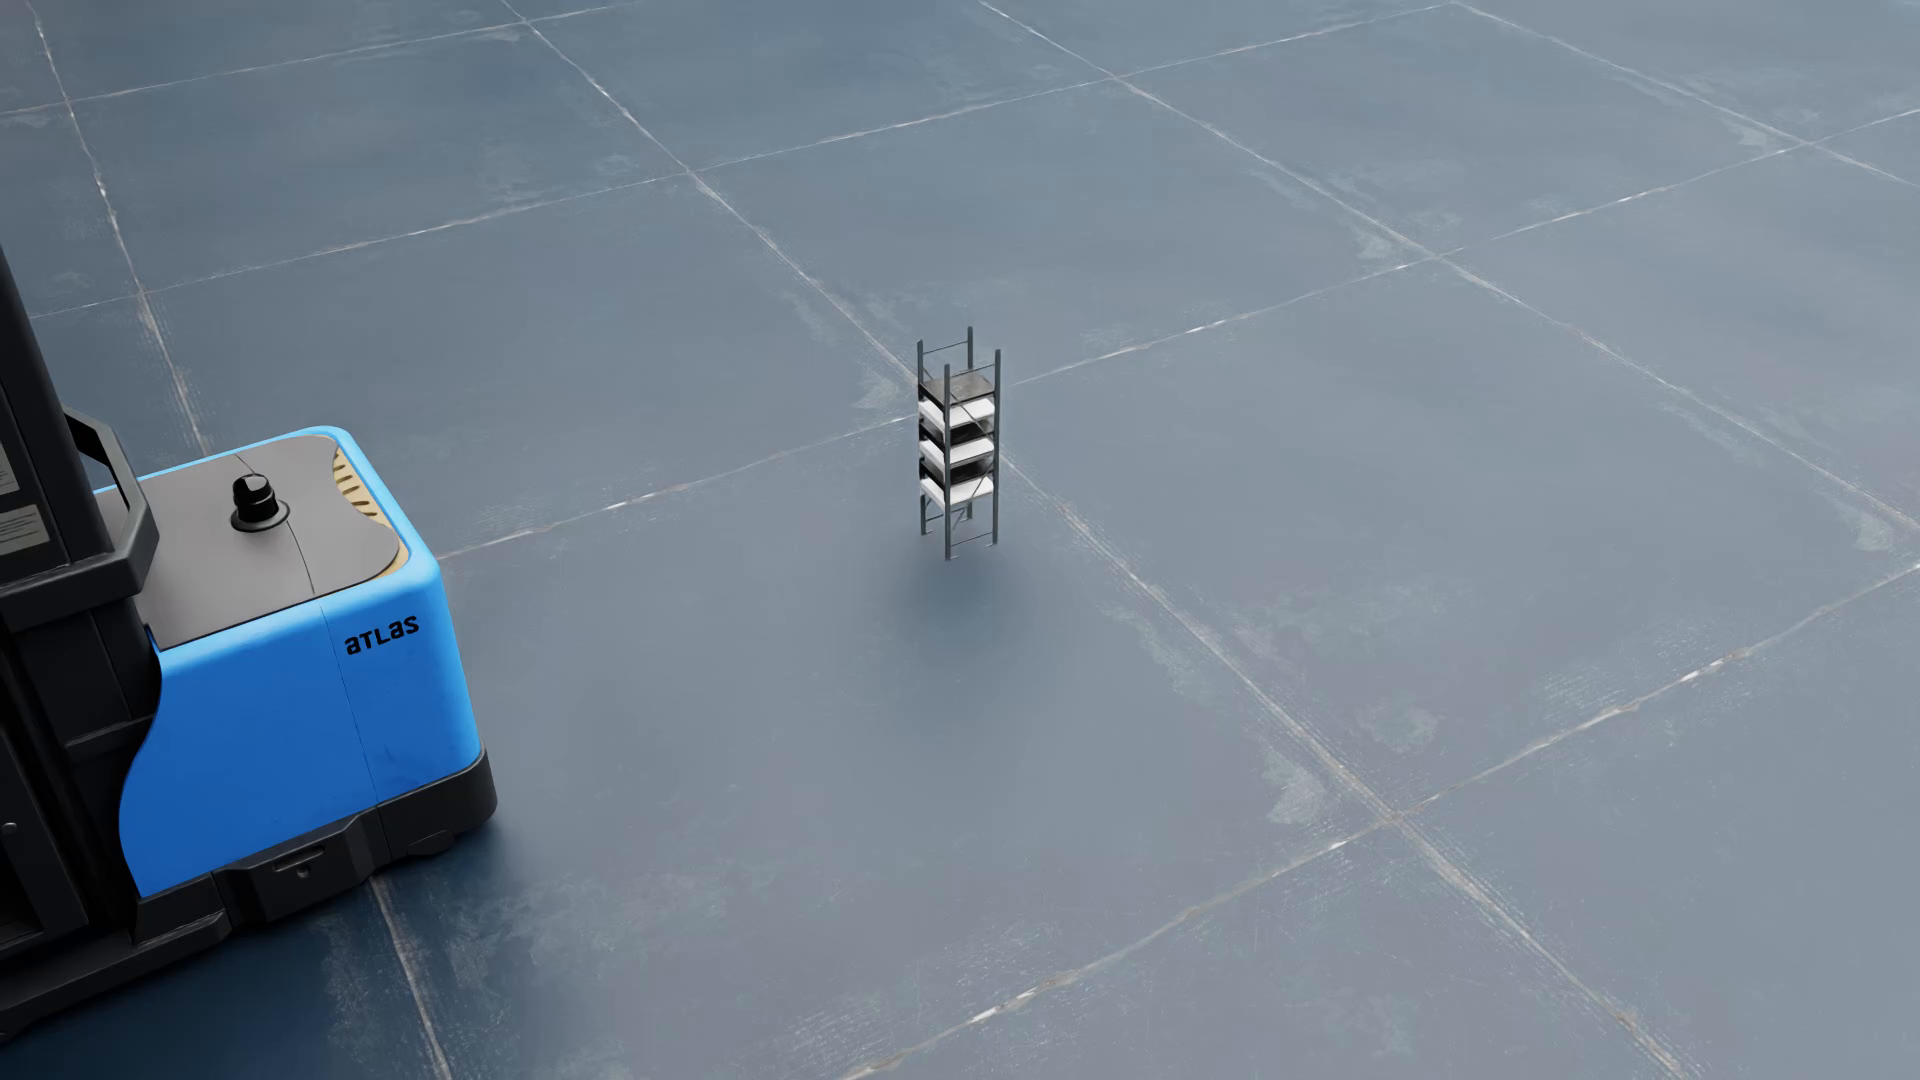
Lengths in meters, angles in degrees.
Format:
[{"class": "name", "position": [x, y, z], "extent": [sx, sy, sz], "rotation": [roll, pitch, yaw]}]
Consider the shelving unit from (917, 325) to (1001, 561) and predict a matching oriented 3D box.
[{"class": "shelving unit", "position": [-0.004, -0.368, 6.490], "extent": [0.258, 0.900, 0.210], "rotation": [-19, 40, -24]}]

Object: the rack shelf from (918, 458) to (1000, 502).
[{"class": "rack shelf", "position": [-0.004, -0.268, 6.563], "extent": [0.258, 0.077, 0.200], "rotation": [-19, 40, -24]}]

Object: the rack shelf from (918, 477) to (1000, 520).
[{"class": "rack shelf", "position": [-0.004, -0.195, 6.616], "extent": [0.258, 0.077, 0.200], "rotation": [-19, 40, -24]}]

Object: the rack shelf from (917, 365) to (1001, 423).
[{"class": "rack shelf", "position": [-0.004, -0.559, 6.351], "extent": [0.258, 0.077, 0.200], "rotation": [-19, 40, -24]}]

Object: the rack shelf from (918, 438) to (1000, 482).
[{"class": "rack shelf", "position": [-0.004, -0.341, 6.510], "extent": [0.258, 0.077, 0.200], "rotation": [-19, 40, -24]}]

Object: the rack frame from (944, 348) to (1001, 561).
[{"class": "rack frame", "position": [0.047, -0.316, 6.419], "extent": [0.240, 0.900, 0.006], "rotation": [-19, 40, -24]}]

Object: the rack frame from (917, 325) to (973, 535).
[{"class": "rack frame", "position": [-0.055, -0.419, 6.561], "extent": [0.240, 0.900, 0.006], "rotation": [-19, 40, -24]}]

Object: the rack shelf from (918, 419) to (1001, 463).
[{"class": "rack shelf", "position": [-0.004, -0.413, 6.457], "extent": [0.258, 0.077, 0.200], "rotation": [-19, 40, -24]}]

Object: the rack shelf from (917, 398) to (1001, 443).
[{"class": "rack shelf", "position": [-0.004, -0.486, 6.404], "extent": [0.258, 0.077, 0.200], "rotation": [-19, 40, -24]}]

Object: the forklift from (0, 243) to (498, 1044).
[{"class": "forklift", "position": [-3.024, 0.001, 4.263], "extent": [3.031, 2.935, 1.130], "rotation": [-21, 41, -27]}]
